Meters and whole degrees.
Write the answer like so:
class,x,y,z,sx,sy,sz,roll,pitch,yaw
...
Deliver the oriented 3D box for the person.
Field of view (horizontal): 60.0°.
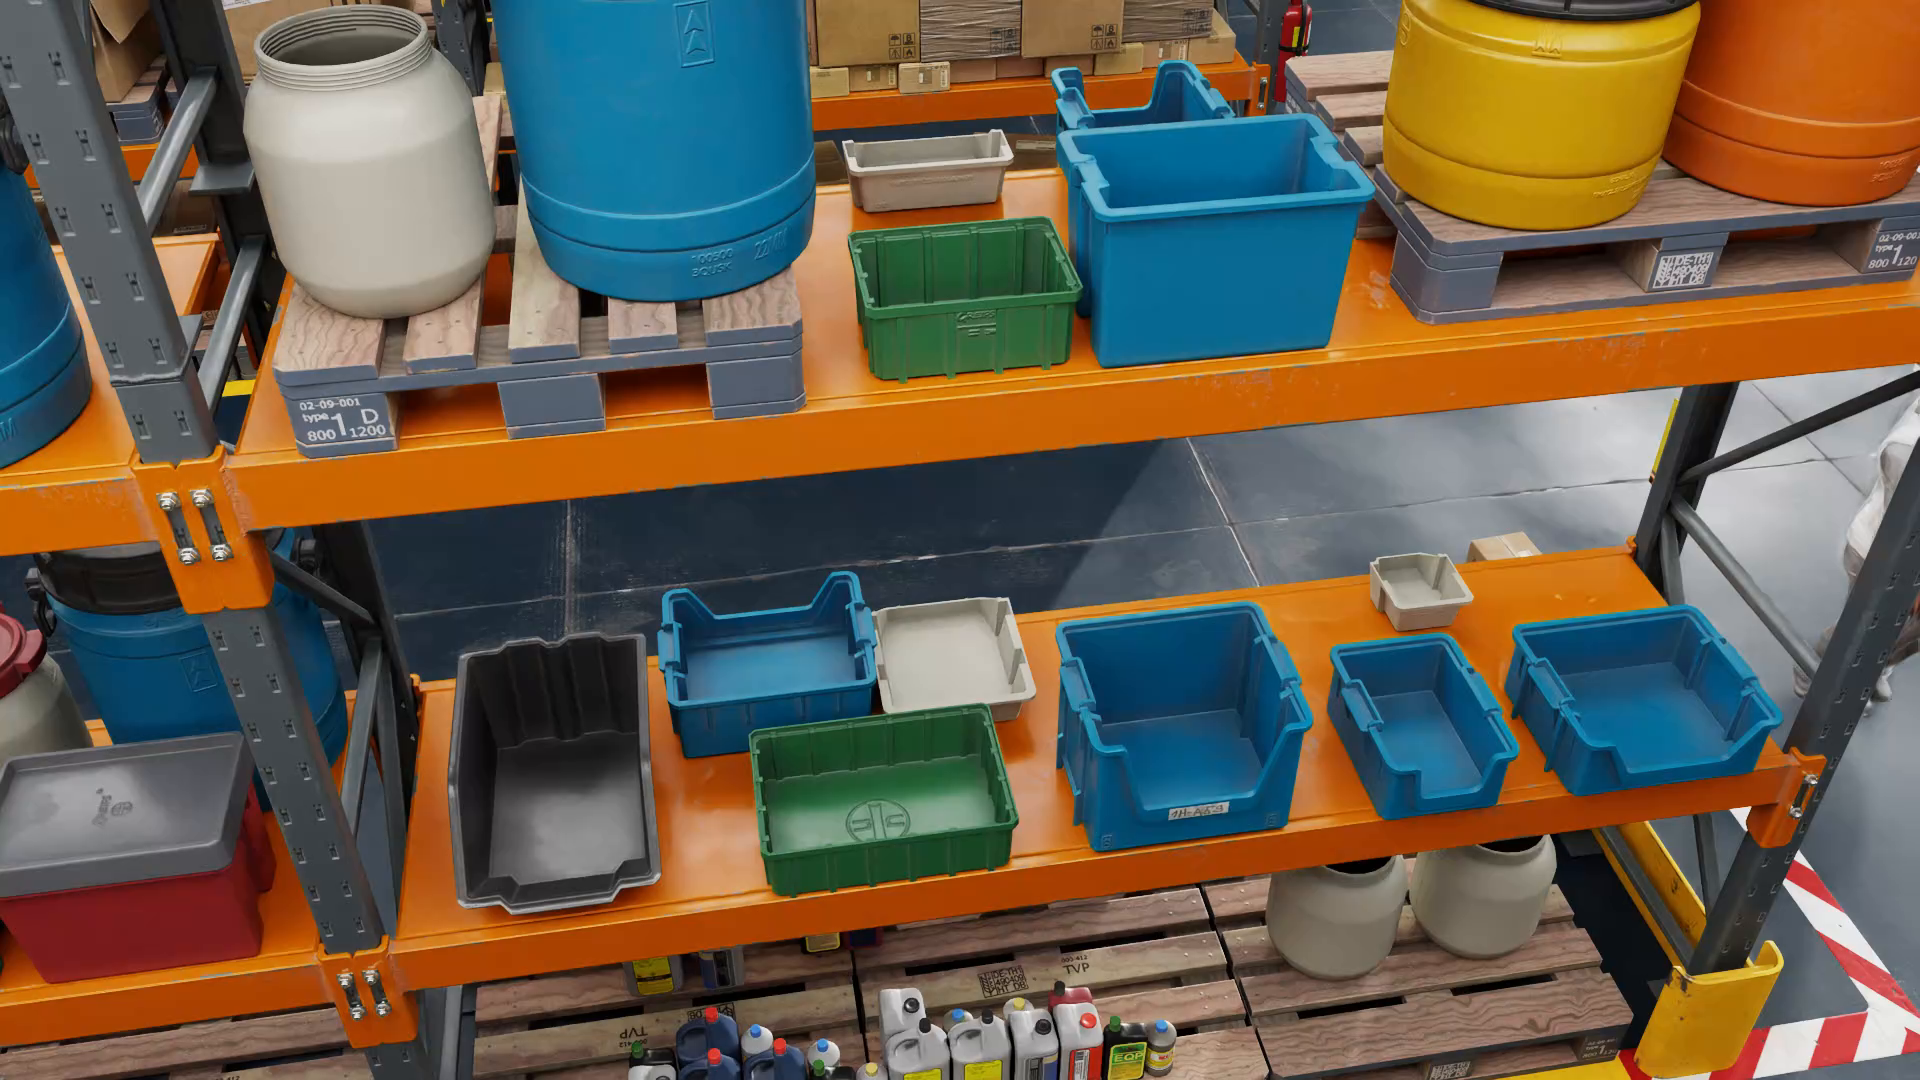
class,x,y,z,sx,sy,sz,roll,pitch,yaw
person,3.501,0.036,6.094,0.468,1.797,0.644,32,48,34
